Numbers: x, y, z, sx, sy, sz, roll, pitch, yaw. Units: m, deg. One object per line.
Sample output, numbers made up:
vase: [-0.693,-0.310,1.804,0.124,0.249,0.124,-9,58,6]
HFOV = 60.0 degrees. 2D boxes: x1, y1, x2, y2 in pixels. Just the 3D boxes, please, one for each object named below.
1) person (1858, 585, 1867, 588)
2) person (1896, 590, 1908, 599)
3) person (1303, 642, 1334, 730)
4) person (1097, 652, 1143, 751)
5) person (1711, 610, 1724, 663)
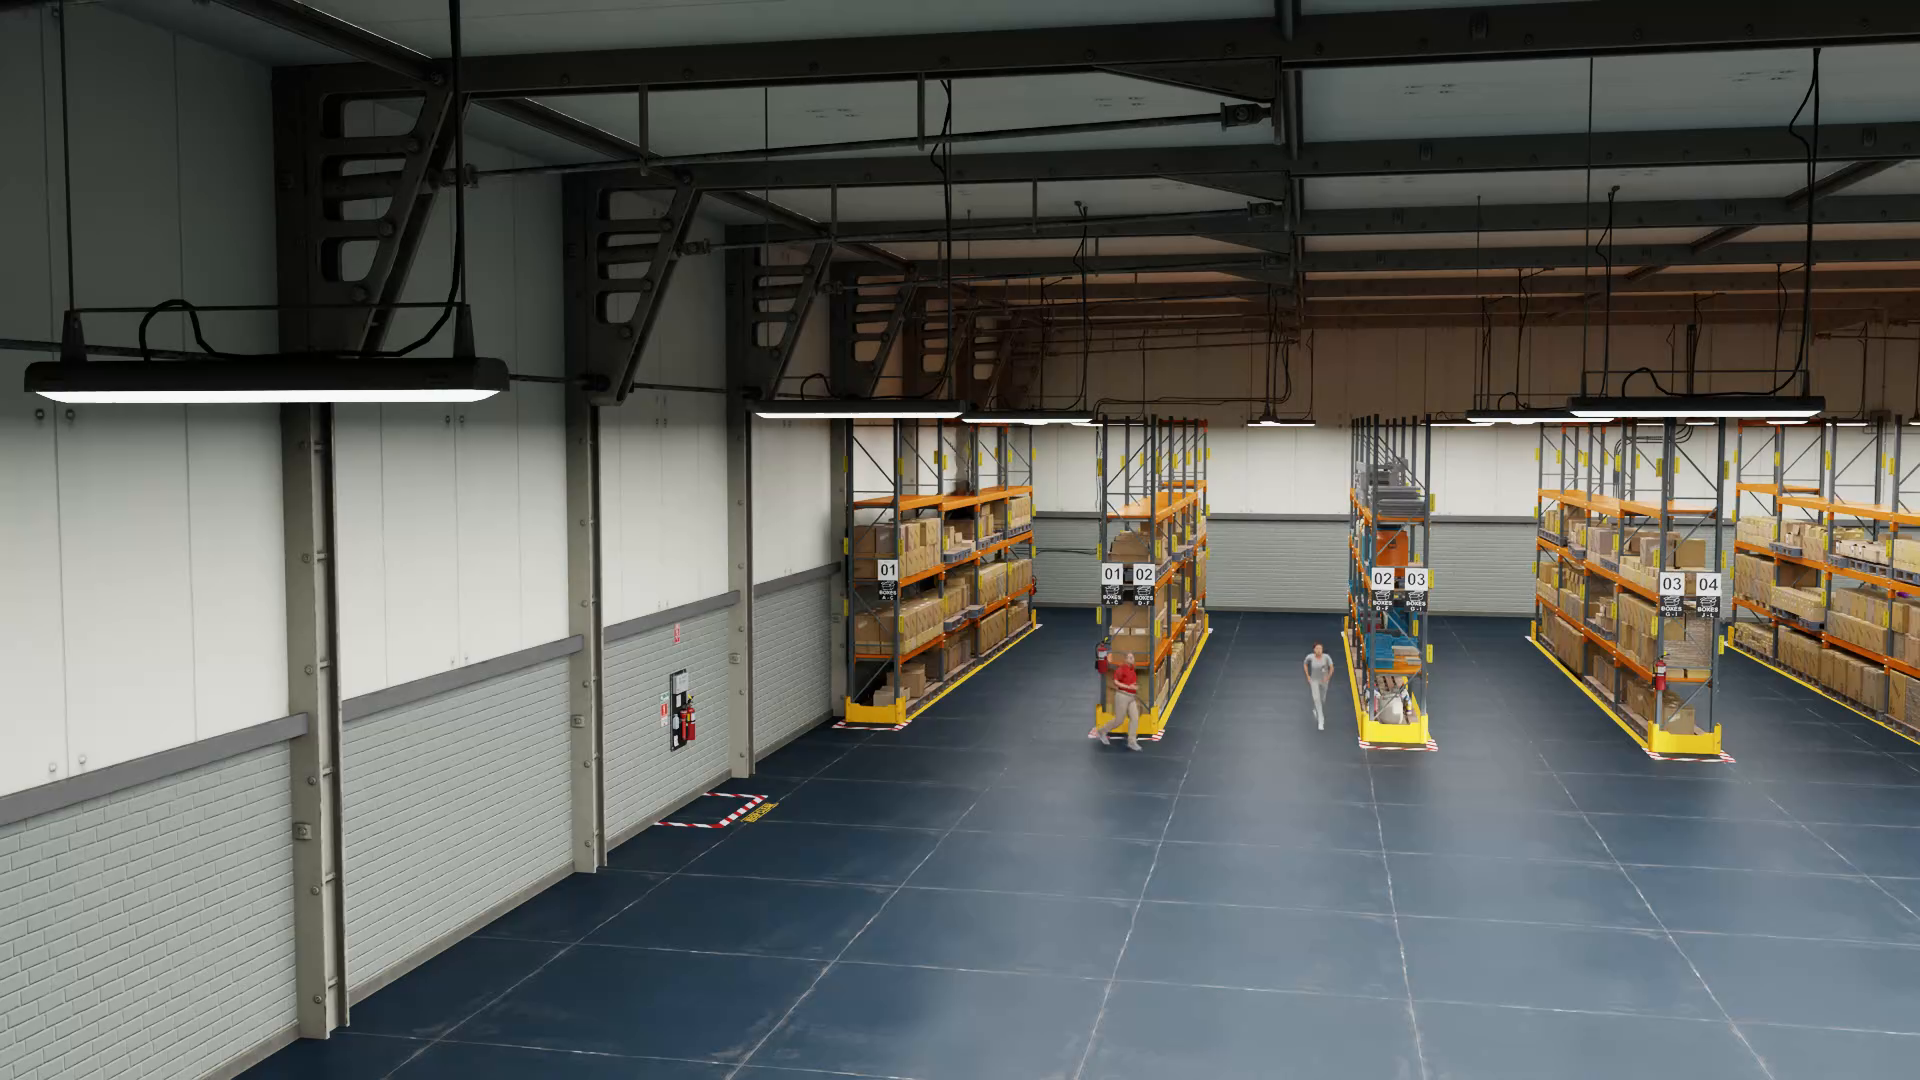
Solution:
person: [24.255,1.980,44.666,0.575,1.572,0.529,1,4,16]
person: [25.496,1.845,45.331,0.713,1.723,0.707,0,4,-5]
person: [6.926,2.775,32.151,0.565,1.661,1.051,0,4,5]
person: [2.954,2.884,29.887,0.866,1.744,0.668,3,5,38]
person: [18.448,2.208,40.877,0.614,1.613,0.551,1,4,11]
